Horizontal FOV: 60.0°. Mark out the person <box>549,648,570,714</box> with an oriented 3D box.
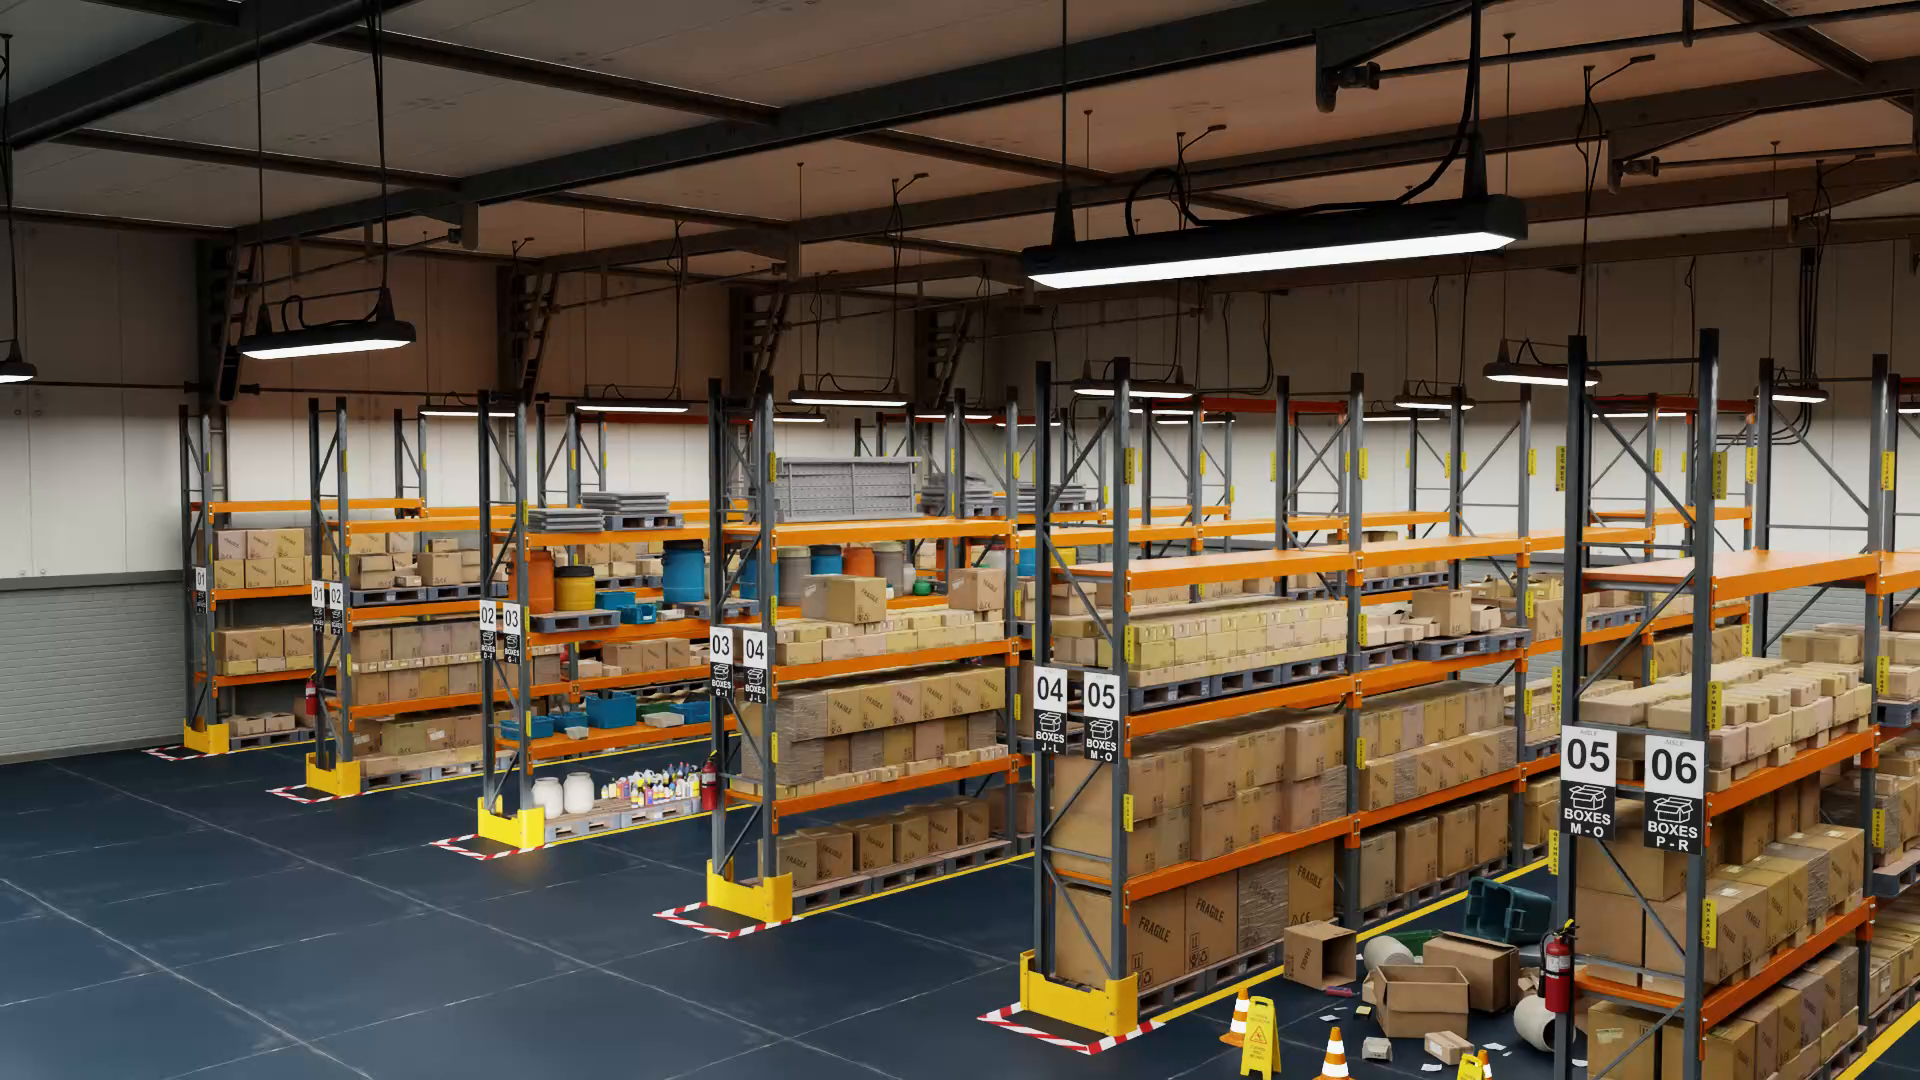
[{"bbox_3d":[-7.550,2.668,31.103,0.687,1.746,0.542,-2,4,-31],"label":"person"}]
